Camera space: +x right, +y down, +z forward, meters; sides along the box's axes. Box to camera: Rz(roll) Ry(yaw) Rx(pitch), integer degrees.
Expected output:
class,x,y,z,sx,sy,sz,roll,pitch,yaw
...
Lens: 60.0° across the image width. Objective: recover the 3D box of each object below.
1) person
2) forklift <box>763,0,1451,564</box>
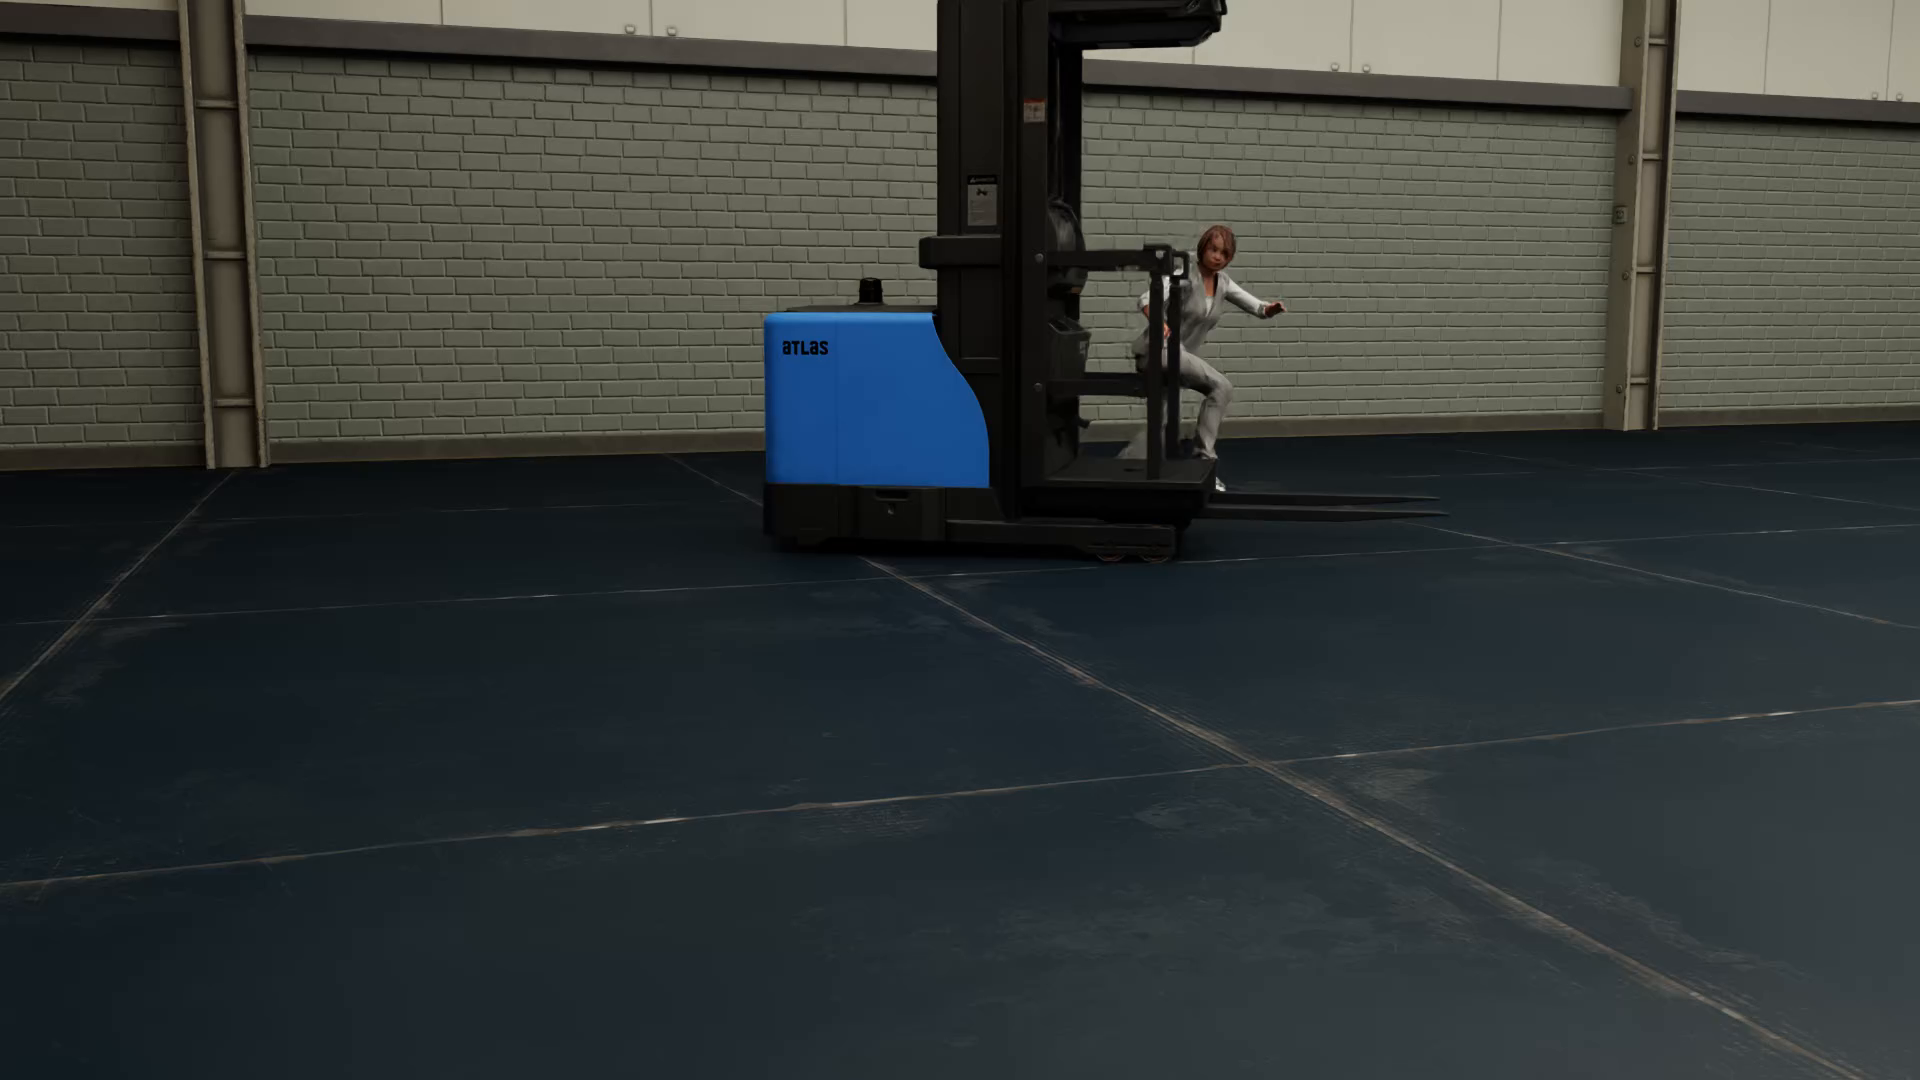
class,x,y,z,sx,sy,sz,roll,pitch,yaw
person,1.190,-0.883,8.324,0.819,1.344,0.848,5,9,31
forklift,0.675,-1.427,7.544,3.031,2.935,1.130,2,8,12
